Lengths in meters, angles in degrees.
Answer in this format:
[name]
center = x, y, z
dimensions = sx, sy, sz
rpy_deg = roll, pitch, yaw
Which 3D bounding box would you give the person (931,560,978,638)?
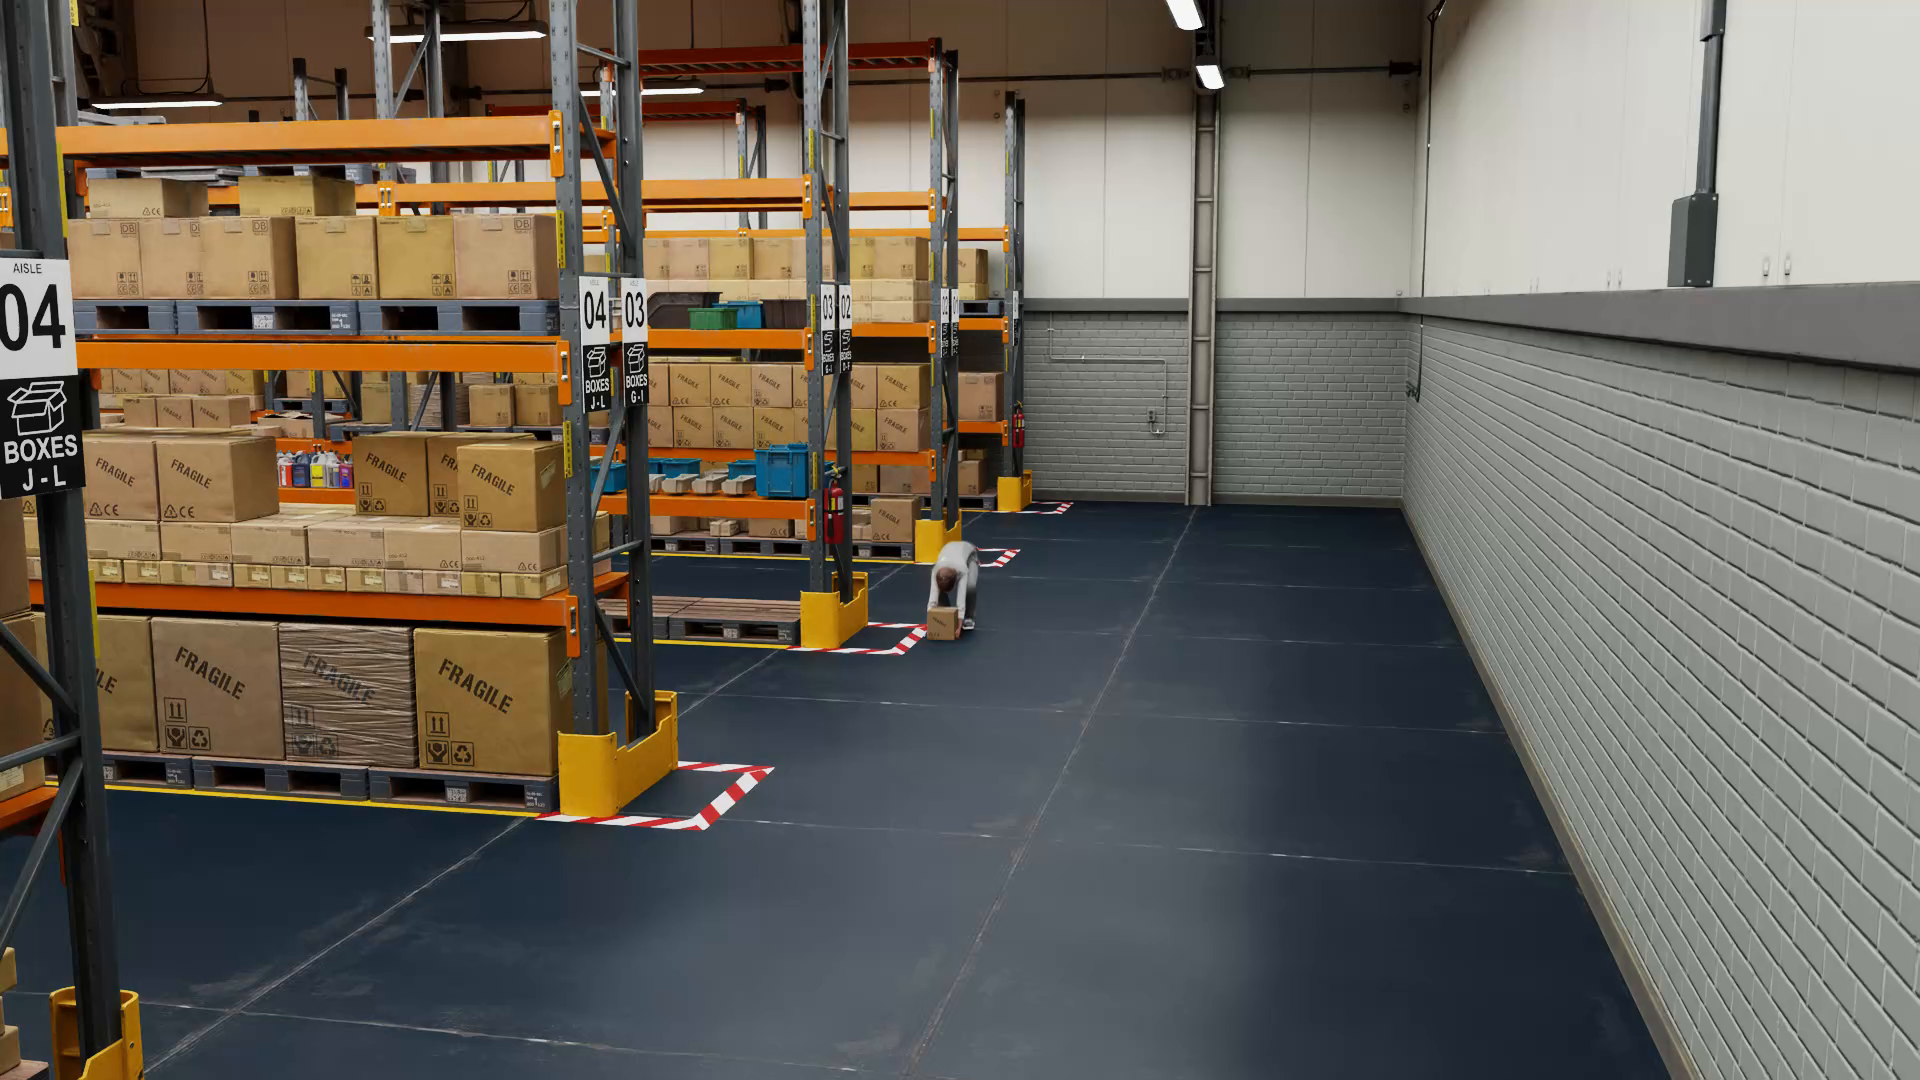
[person]
center = -0.061, 0.479, 15.488
dimensions = 0.431, 0.753, 0.826
rpy_deg = 2, 8, 13
